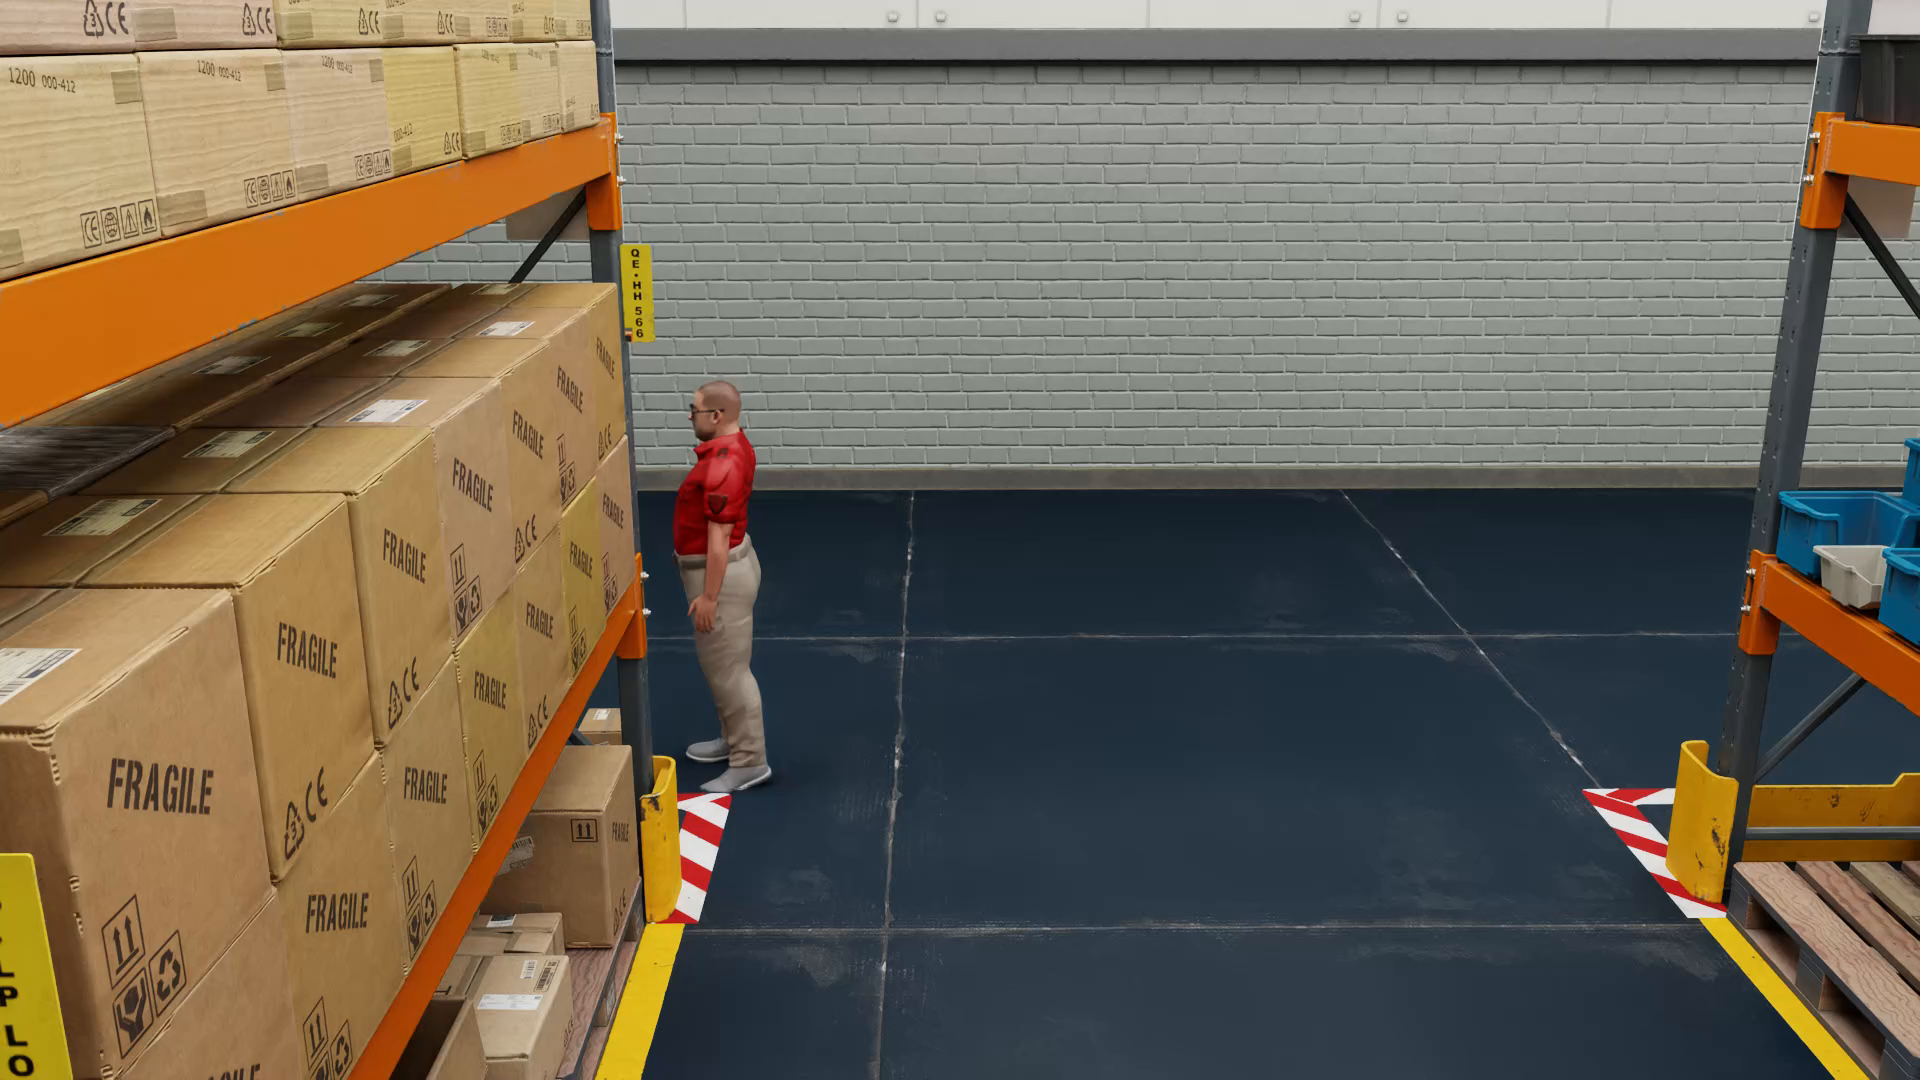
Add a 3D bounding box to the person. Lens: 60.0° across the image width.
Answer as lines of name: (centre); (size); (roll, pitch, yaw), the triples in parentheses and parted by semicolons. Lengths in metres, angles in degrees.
person: (-1.016, 0.147, 6.973); (0.375, 1.650, 0.530); (0, 17, -1)
